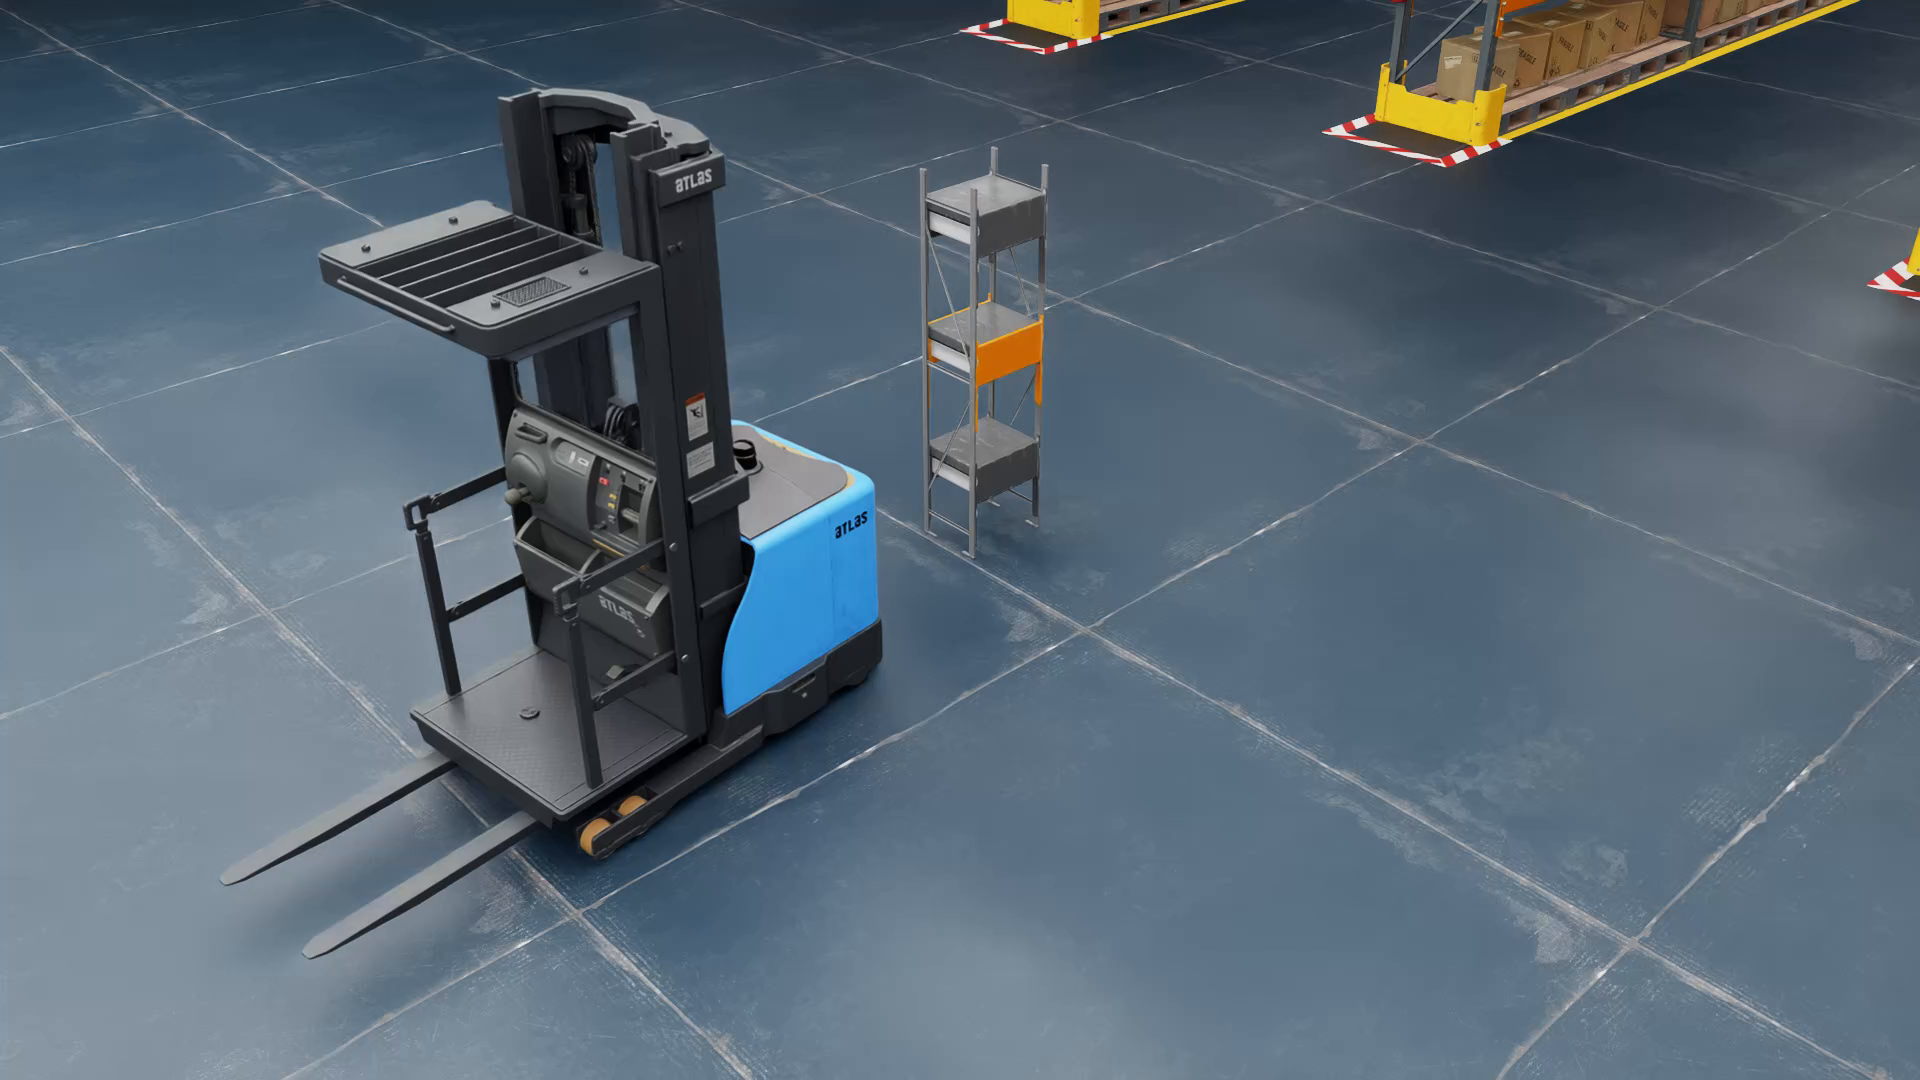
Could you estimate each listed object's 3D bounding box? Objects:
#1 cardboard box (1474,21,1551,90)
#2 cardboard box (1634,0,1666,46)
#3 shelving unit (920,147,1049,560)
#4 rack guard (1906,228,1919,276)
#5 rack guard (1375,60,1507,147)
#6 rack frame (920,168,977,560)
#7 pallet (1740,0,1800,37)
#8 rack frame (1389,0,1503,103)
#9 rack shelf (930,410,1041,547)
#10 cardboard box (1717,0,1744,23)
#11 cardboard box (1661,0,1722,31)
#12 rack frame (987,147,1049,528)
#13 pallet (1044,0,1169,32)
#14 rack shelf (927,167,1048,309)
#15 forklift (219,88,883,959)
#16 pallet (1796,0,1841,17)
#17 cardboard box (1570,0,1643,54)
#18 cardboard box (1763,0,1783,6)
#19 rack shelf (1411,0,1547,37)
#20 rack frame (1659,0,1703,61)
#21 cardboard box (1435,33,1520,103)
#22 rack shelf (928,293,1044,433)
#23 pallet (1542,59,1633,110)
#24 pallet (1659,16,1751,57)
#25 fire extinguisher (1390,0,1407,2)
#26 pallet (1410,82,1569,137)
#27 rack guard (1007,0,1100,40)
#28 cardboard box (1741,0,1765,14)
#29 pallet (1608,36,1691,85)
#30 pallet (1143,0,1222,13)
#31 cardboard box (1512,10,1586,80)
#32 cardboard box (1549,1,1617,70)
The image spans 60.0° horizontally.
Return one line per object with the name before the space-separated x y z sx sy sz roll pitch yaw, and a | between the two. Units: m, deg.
cardboard box | 5.263 -4.646 15.966 0.500 0.500 0.500 -15 35 -23
cardboard box | 6.991 -5.498 17.359 0.500 0.500 0.500 -27 41 -37
shelving unit | 0.121 -0.955 8.798 0.503 2.100 0.431 -26 40 -35
rack guard | 7.659 -2.084 12.180 0.348 0.500 1.175 -26 40 -35
rack guard | 4.434 -4.053 15.399 0.348 0.500 1.175 -26 40 -35
rack frame | -0.058 -0.868 8.657 0.015 2.100 0.400 -26 40 -35
pallet | 8.777 -6.033 18.915 1.213 0.211 1.003 -26 40 -35
rack frame | 4.379 -5.093 14.703 0.127 3.000 1.000 -26 40 -35
rack shelf | 0.121 -0.346 9.171 0.480 0.518 0.431 -26 40 -35
cardboard box | 8.139 -6.004 18.168 0.500 0.500 0.700 -26 40 -36
cardboard box | 7.777 -5.842 17.903 0.700 0.500 0.500 26 40 35
rack frame | 0.300 -1.041 8.940 0.015 2.100 0.400 -26 40 -35
pallet | 1.634 -6.129 19.070 1.213 0.211 1.003 -26 40 -35
rack shelf | 0.121 -1.540 8.440 0.480 0.518 0.431 -26 40 -35
forklift | -1.717 -0.200 6.767 1.130 2.935 3.031 24 39 34
pallet | 9.671 -6.464 19.619 1.213 0.211 1.003 -26 40 -35
cardboard box | 6.576 -5.292 17.022 0.500 0.500 0.500 -13 34 -21
cardboard box | 8.958 -6.401 18.817 0.500 0.500 0.700 -22 38 -32
rack shelf | 5.845 -5.495 16.051 4.000 0.370 1.077 -26 40 -35
rack frame | 7.312 -6.511 17.023 0.127 3.000 1.000 -26 40 -35
cardboard box | 4.848 -4.420 15.597 0.500 0.500 0.500 -18 36 -27
rack shelf | 0.121 -0.943 8.805 0.480 0.518 0.431 -26 40 -35
pallet | 5.948 -4.635 16.628 1.213 0.211 1.003 -26 40 -35
pallet | 7.882 -5.599 18.203 1.213 0.211 1.003 -26 40 -35
fire extinguisher | 3.981 -5.195 14.945 0.183 0.674 0.296 -26 40 -35
pallet | 5.054 -4.205 15.924 1.213 0.211 1.003 -26 40 -35
rack guard | 1.035 -5.966 18.527 0.348 0.500 1.175 -26 40 -35
cardboard box | 8.549 -6.203 18.493 0.700 0.500 0.500 25 40 35
pallet | 6.843 -5.070 17.339 1.213 0.211 1.003 -26 40 -35
pallet | 2.528 -6.559 19.775 1.213 0.211 1.003 -26 40 -35
cardboard box | 5.735 -4.860 16.317 0.500 0.500 0.500 -22 38 -31
cardboard box | 6.175 -5.041 16.613 0.500 0.500 0.500 25 39 35
